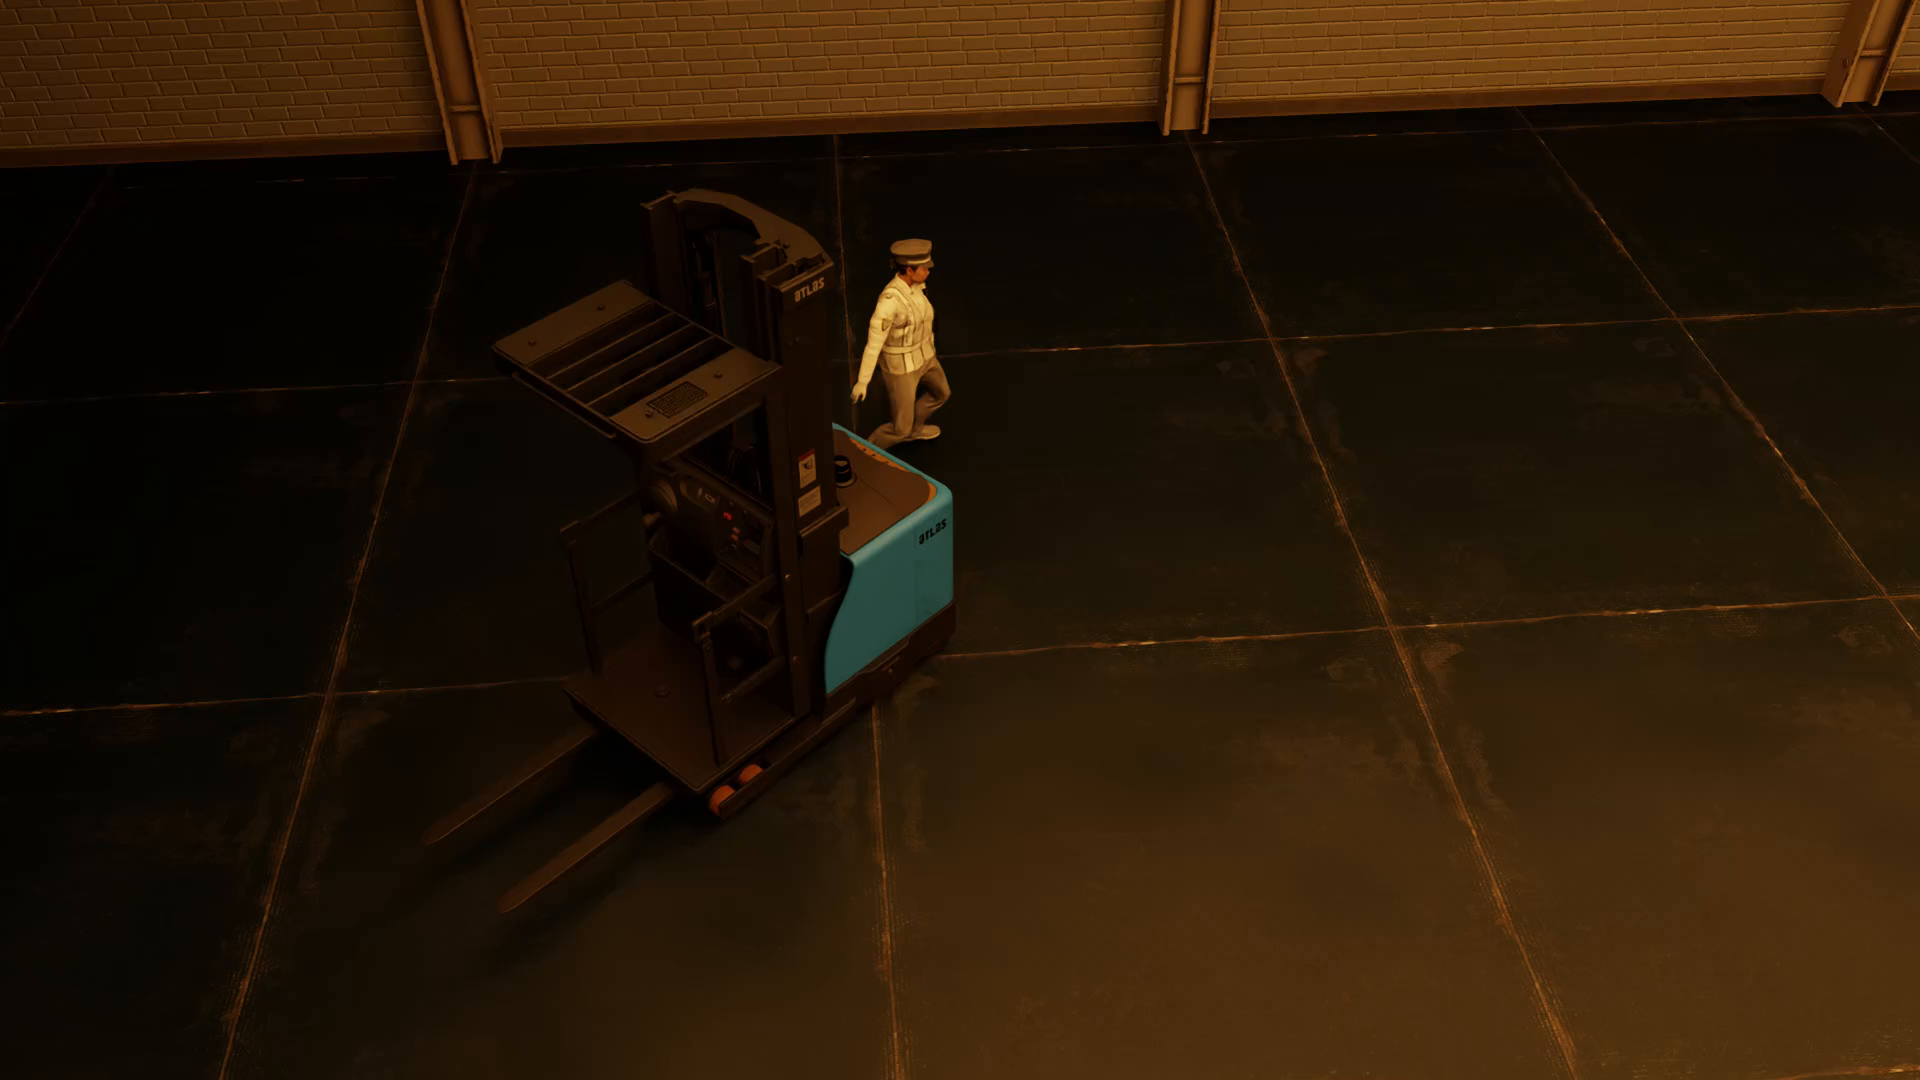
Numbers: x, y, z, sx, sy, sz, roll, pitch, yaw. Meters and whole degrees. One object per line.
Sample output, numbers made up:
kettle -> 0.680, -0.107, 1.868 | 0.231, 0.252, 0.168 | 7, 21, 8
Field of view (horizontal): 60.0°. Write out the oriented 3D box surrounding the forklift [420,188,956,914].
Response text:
forklift -> -1.384, -0.066, 8.015 | 1.130, 2.935, 3.031 | 30, 49, 31

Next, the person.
person -> -0.407, -1.104, 10.243 | 0.464, 1.595, 0.814 | 21, 45, 23
